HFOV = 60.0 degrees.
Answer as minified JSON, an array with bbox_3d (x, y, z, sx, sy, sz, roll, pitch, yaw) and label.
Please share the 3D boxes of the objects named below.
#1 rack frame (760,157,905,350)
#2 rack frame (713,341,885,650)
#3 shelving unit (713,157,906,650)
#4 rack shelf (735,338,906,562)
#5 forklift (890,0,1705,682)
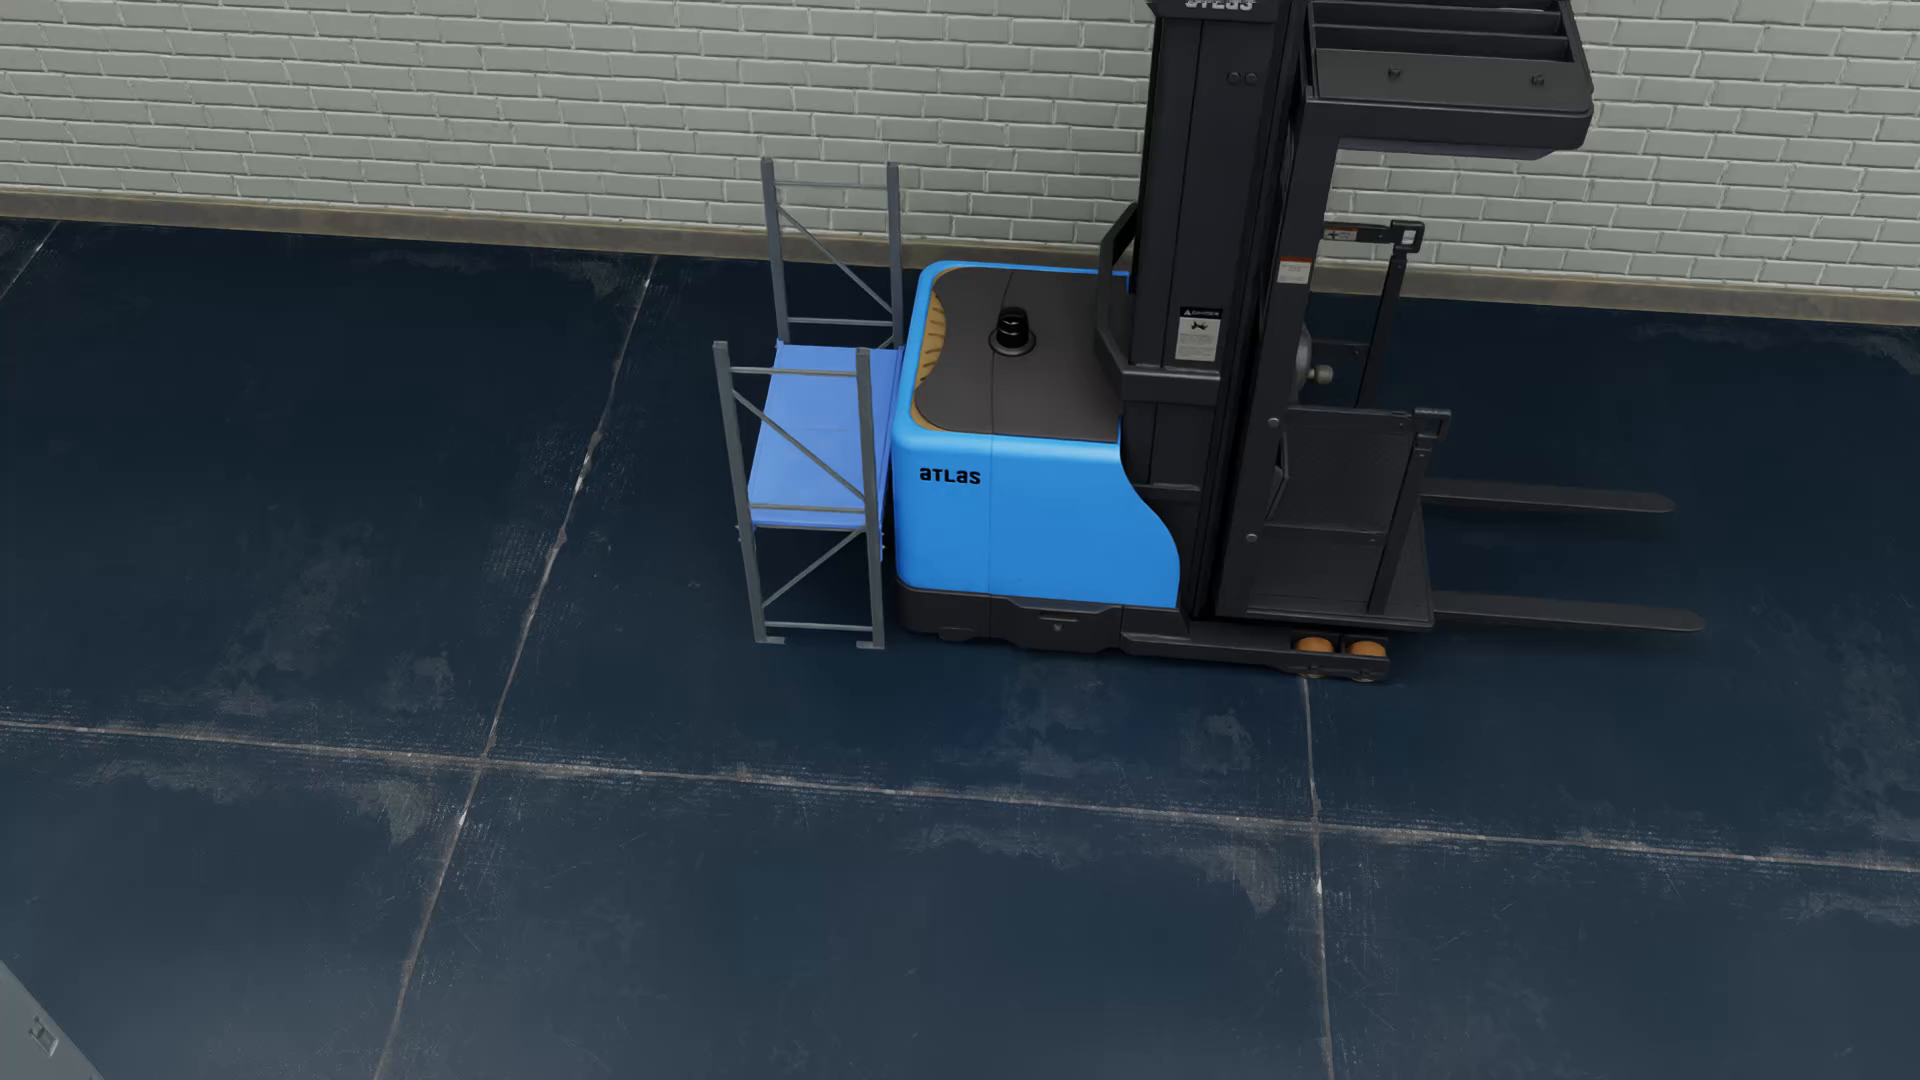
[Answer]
[{"bbox_3d":[-0.471,-0.857,6.543,0.500,1.500,0.032,3,48,3],"label":"rack frame"},{"bbox_3d":[-0.539,-0.108,5.858,0.500,1.500,0.032,3,48,3],"label":"rack frame"},{"bbox_3d":[-0.505,-0.482,6.201,0.538,1.500,1.048,3,48,3],"label":"shelving unit"},{"bbox_3d":[-0.505,-0.361,6.333,0.538,0.185,1.000,3,48,3],"label":"rack shelf"},{"bbox_3d":[1.297,-0.869,5.584,3.031,2.935,1.130,4,48,4],"label":"forklift"}]
